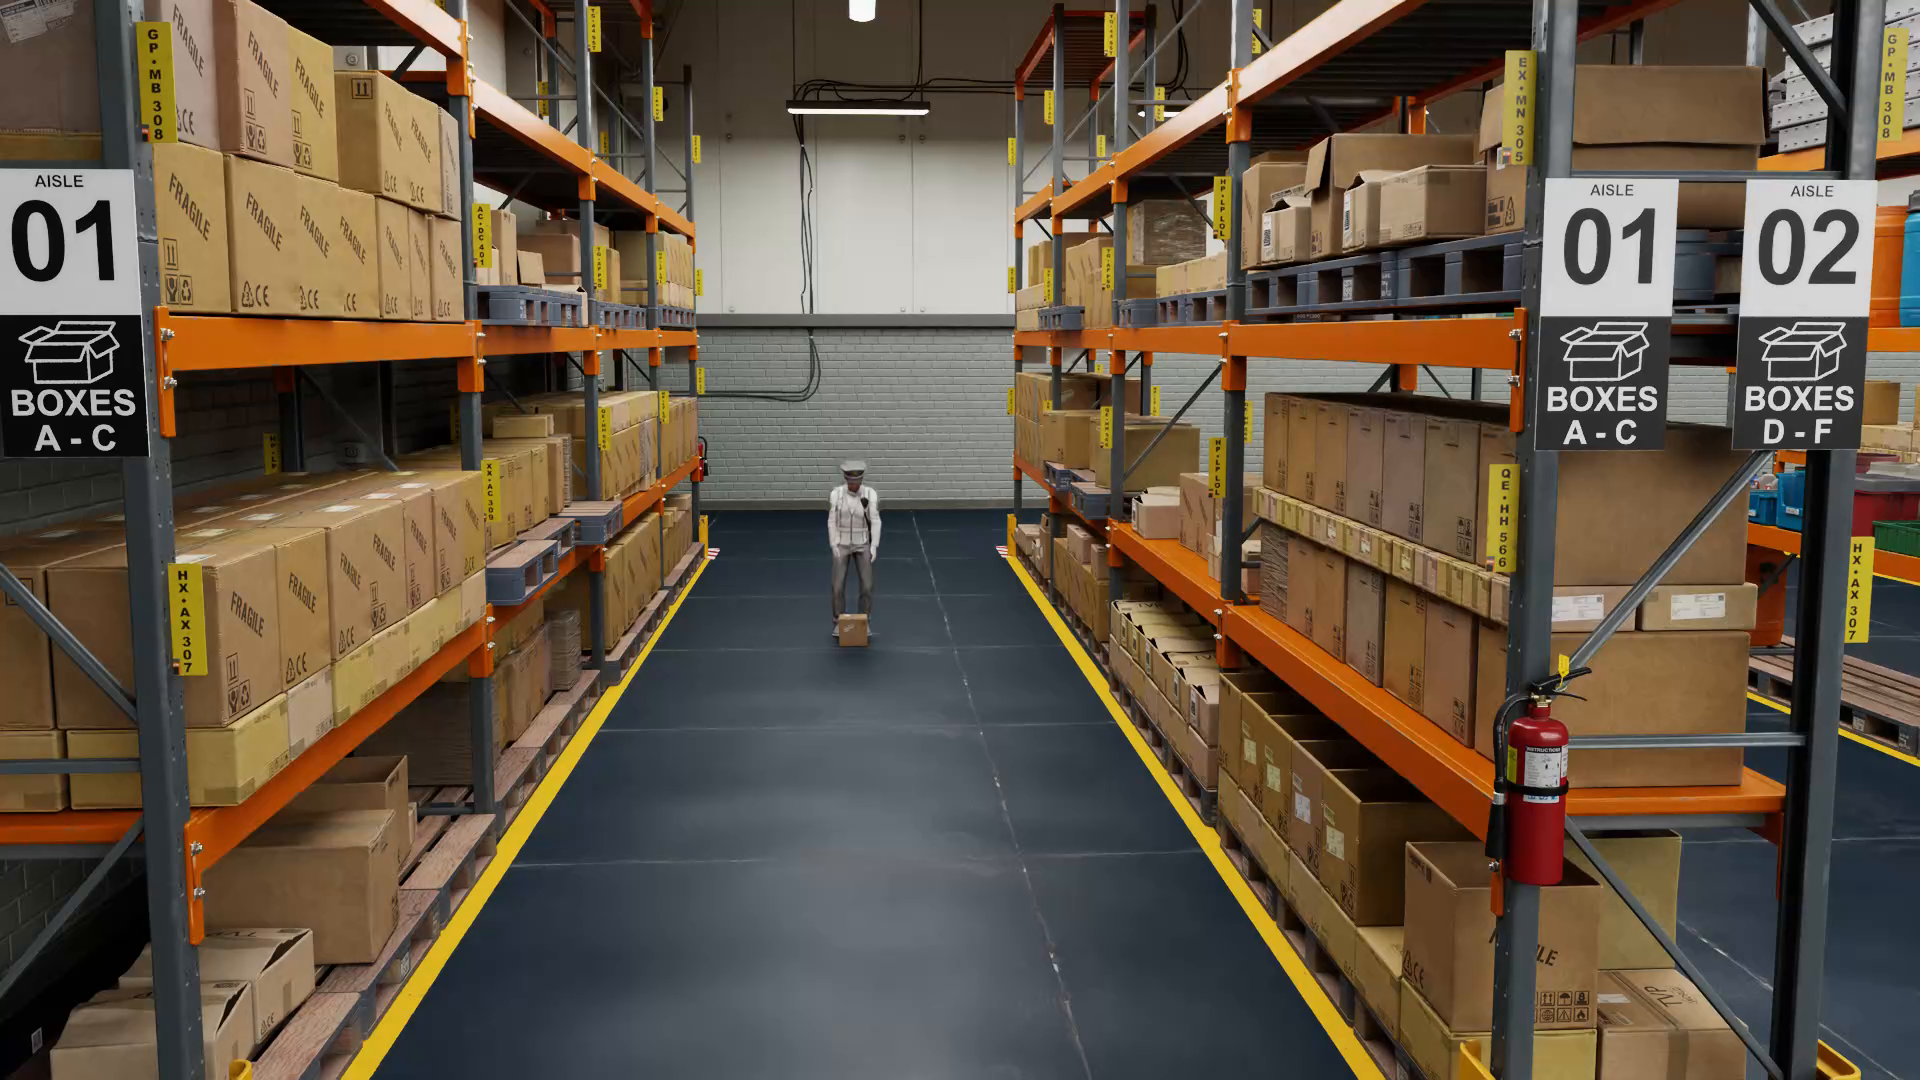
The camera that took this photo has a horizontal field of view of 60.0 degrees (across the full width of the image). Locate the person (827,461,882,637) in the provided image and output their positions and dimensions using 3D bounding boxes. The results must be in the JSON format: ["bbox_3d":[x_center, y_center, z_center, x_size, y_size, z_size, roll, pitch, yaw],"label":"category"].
[{"bbox_3d":[-0.970,0.080,15.305,0.500,1.626,0.446,0,7,-2],"label":"person"}]
